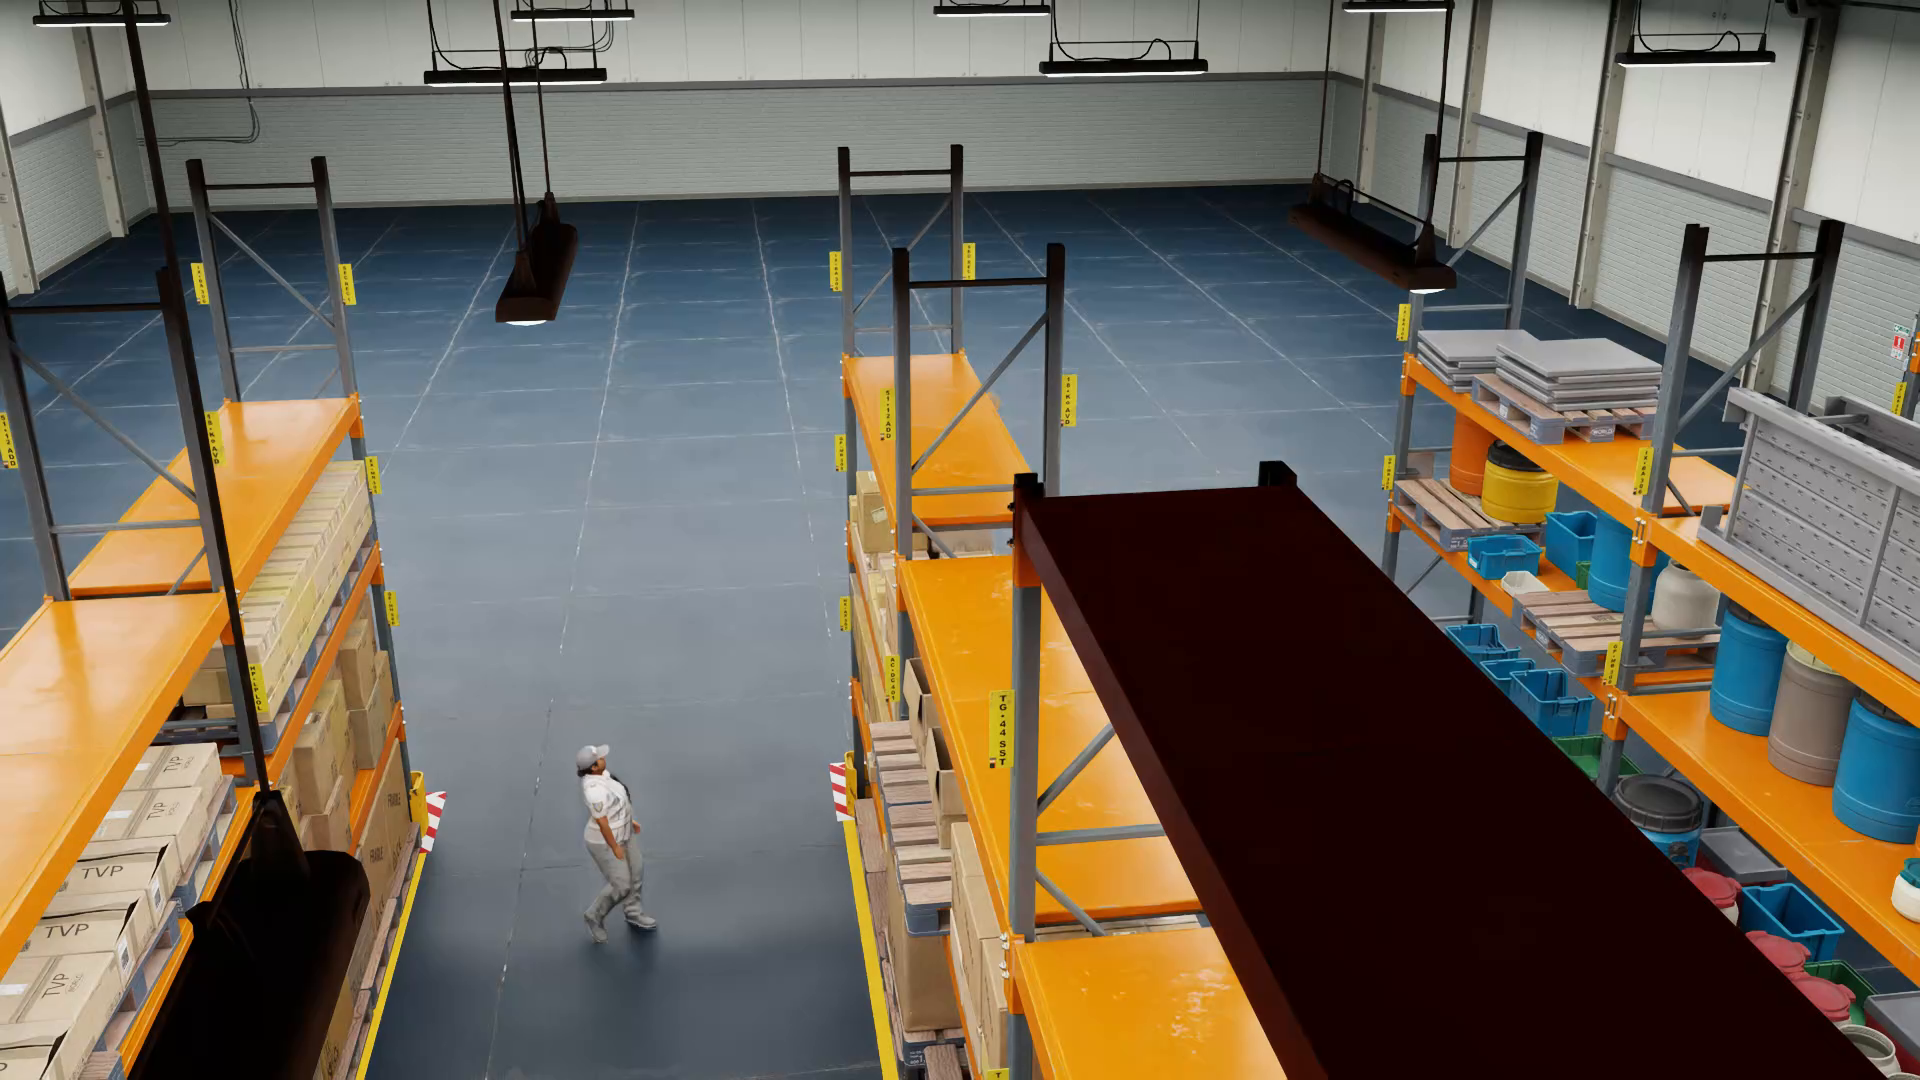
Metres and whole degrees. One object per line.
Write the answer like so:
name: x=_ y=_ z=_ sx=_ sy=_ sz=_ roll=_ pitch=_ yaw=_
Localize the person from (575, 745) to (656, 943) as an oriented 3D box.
person: x=-2.772 y=2.402 z=13.400 sx=0.566 sy=1.646 sz=0.576 roll=1 pitch=22 yaw=2
